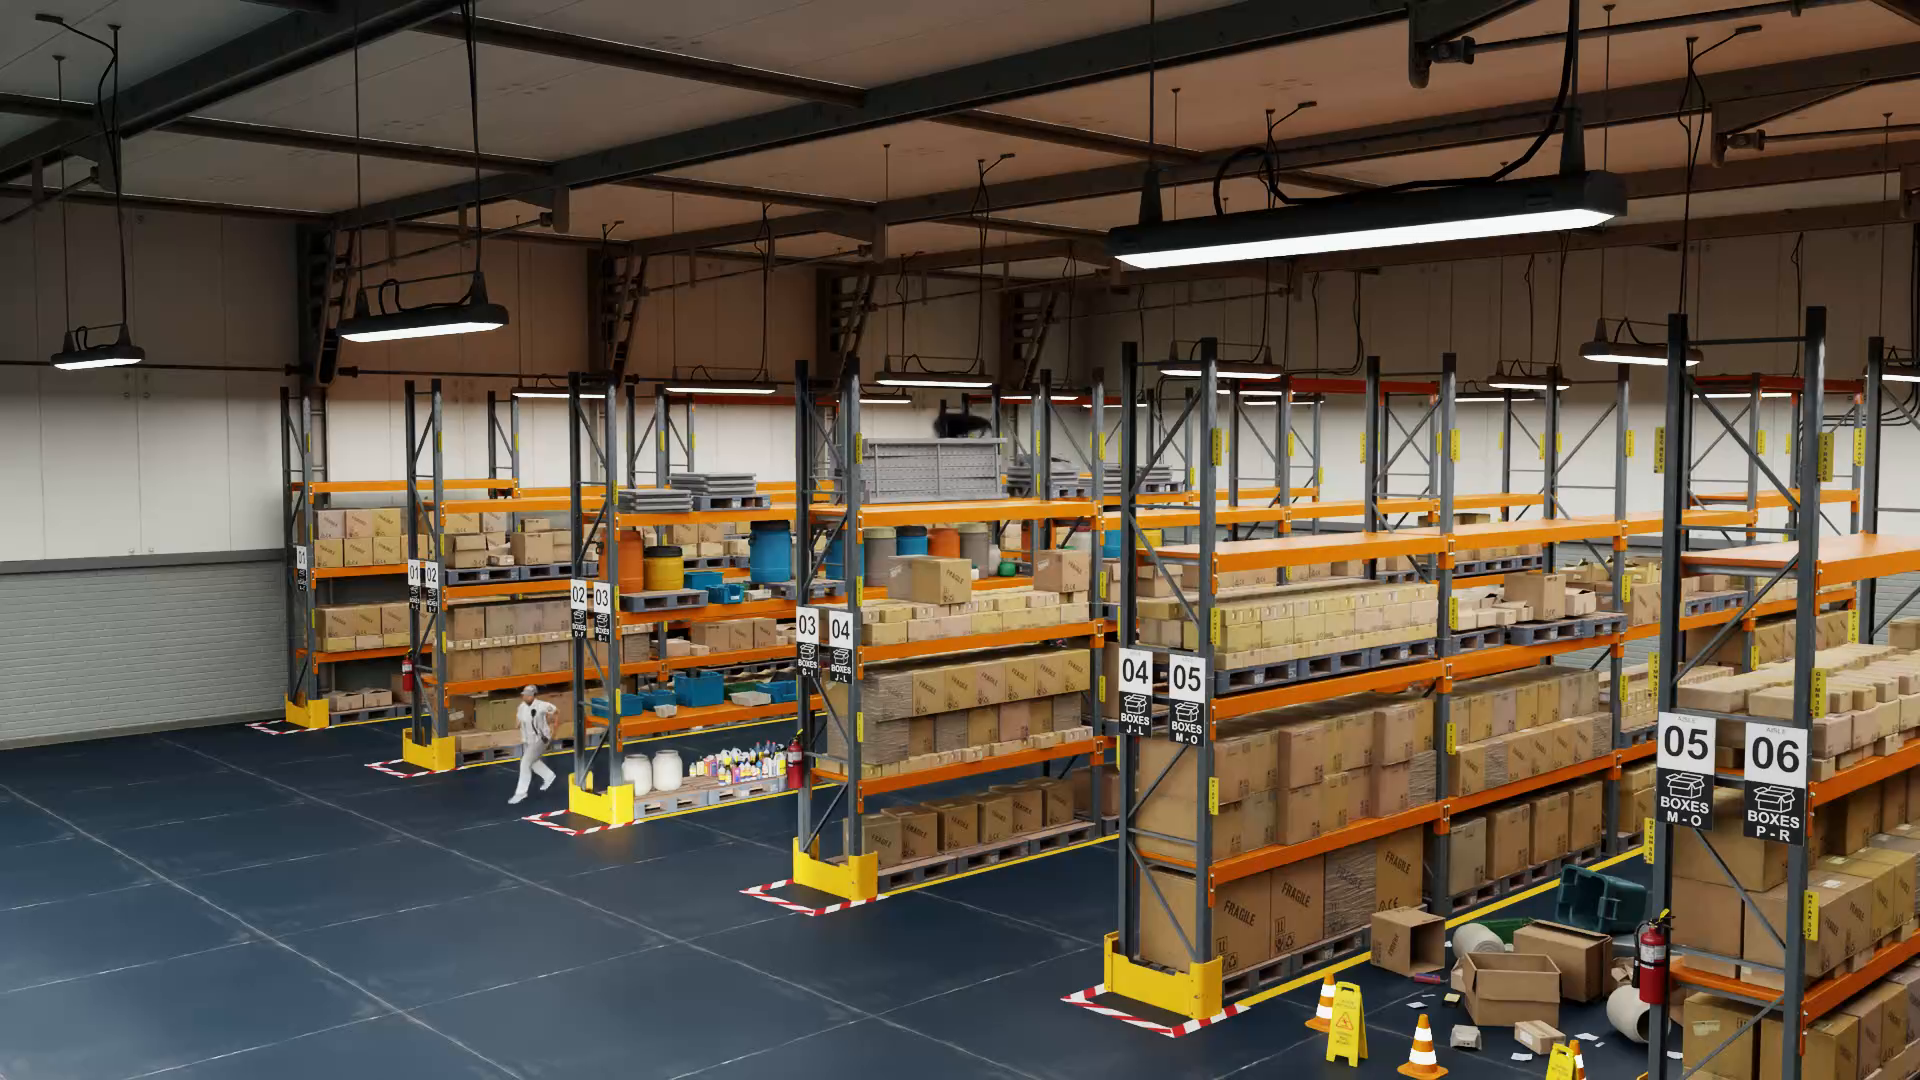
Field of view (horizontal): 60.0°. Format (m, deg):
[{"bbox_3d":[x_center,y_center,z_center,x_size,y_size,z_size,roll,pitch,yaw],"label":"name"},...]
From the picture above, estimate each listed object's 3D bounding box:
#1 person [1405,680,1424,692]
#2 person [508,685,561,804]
[{"bbox_3d":[6.625,2.774,23.962,0.573,1.825,0.897,3,5,43],"label":"person"},{"bbox_3d":[-5.992,2.850,23.552,0.665,1.638,0.943,2,4,33],"label":"person"}]
